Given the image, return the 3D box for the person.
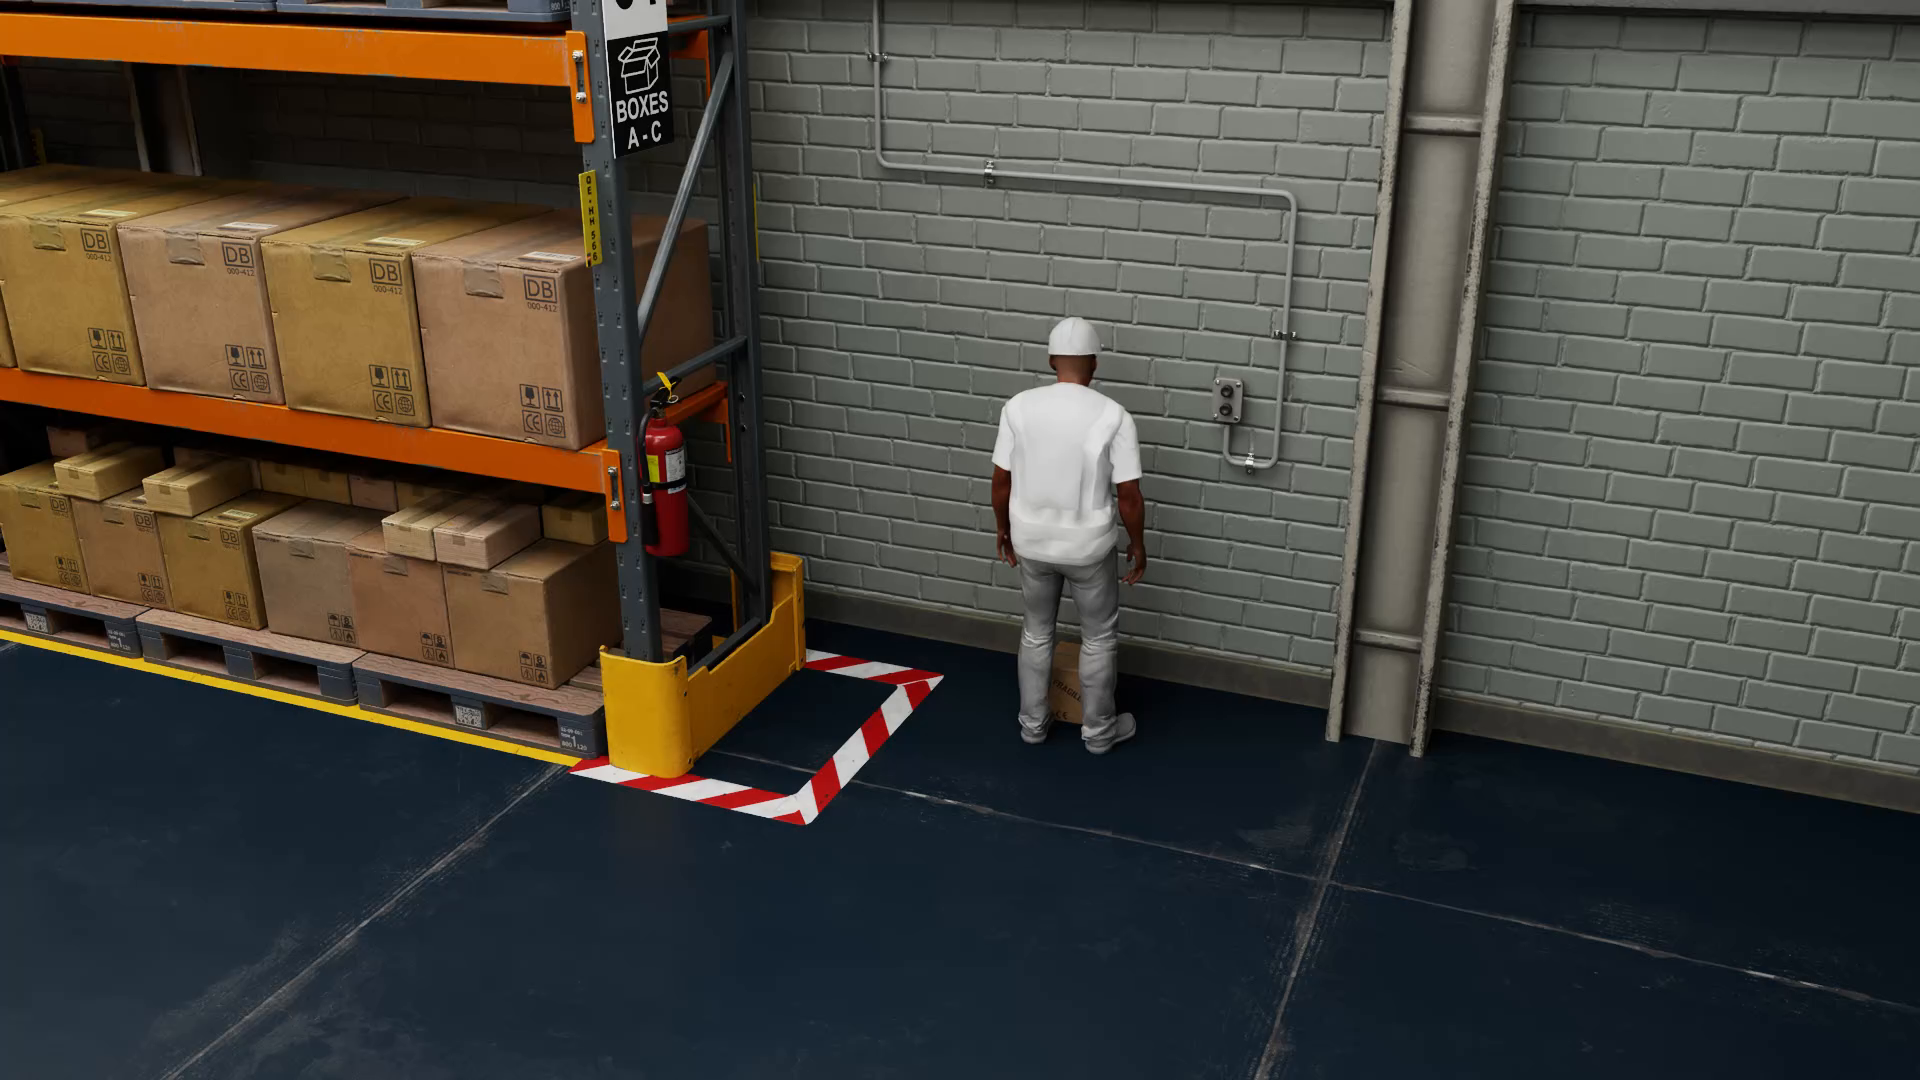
[{"bbox_3d":[0.433,-0.008,6.585,0.626,1.761,0.459,9,24,20],"label":"person"}]
